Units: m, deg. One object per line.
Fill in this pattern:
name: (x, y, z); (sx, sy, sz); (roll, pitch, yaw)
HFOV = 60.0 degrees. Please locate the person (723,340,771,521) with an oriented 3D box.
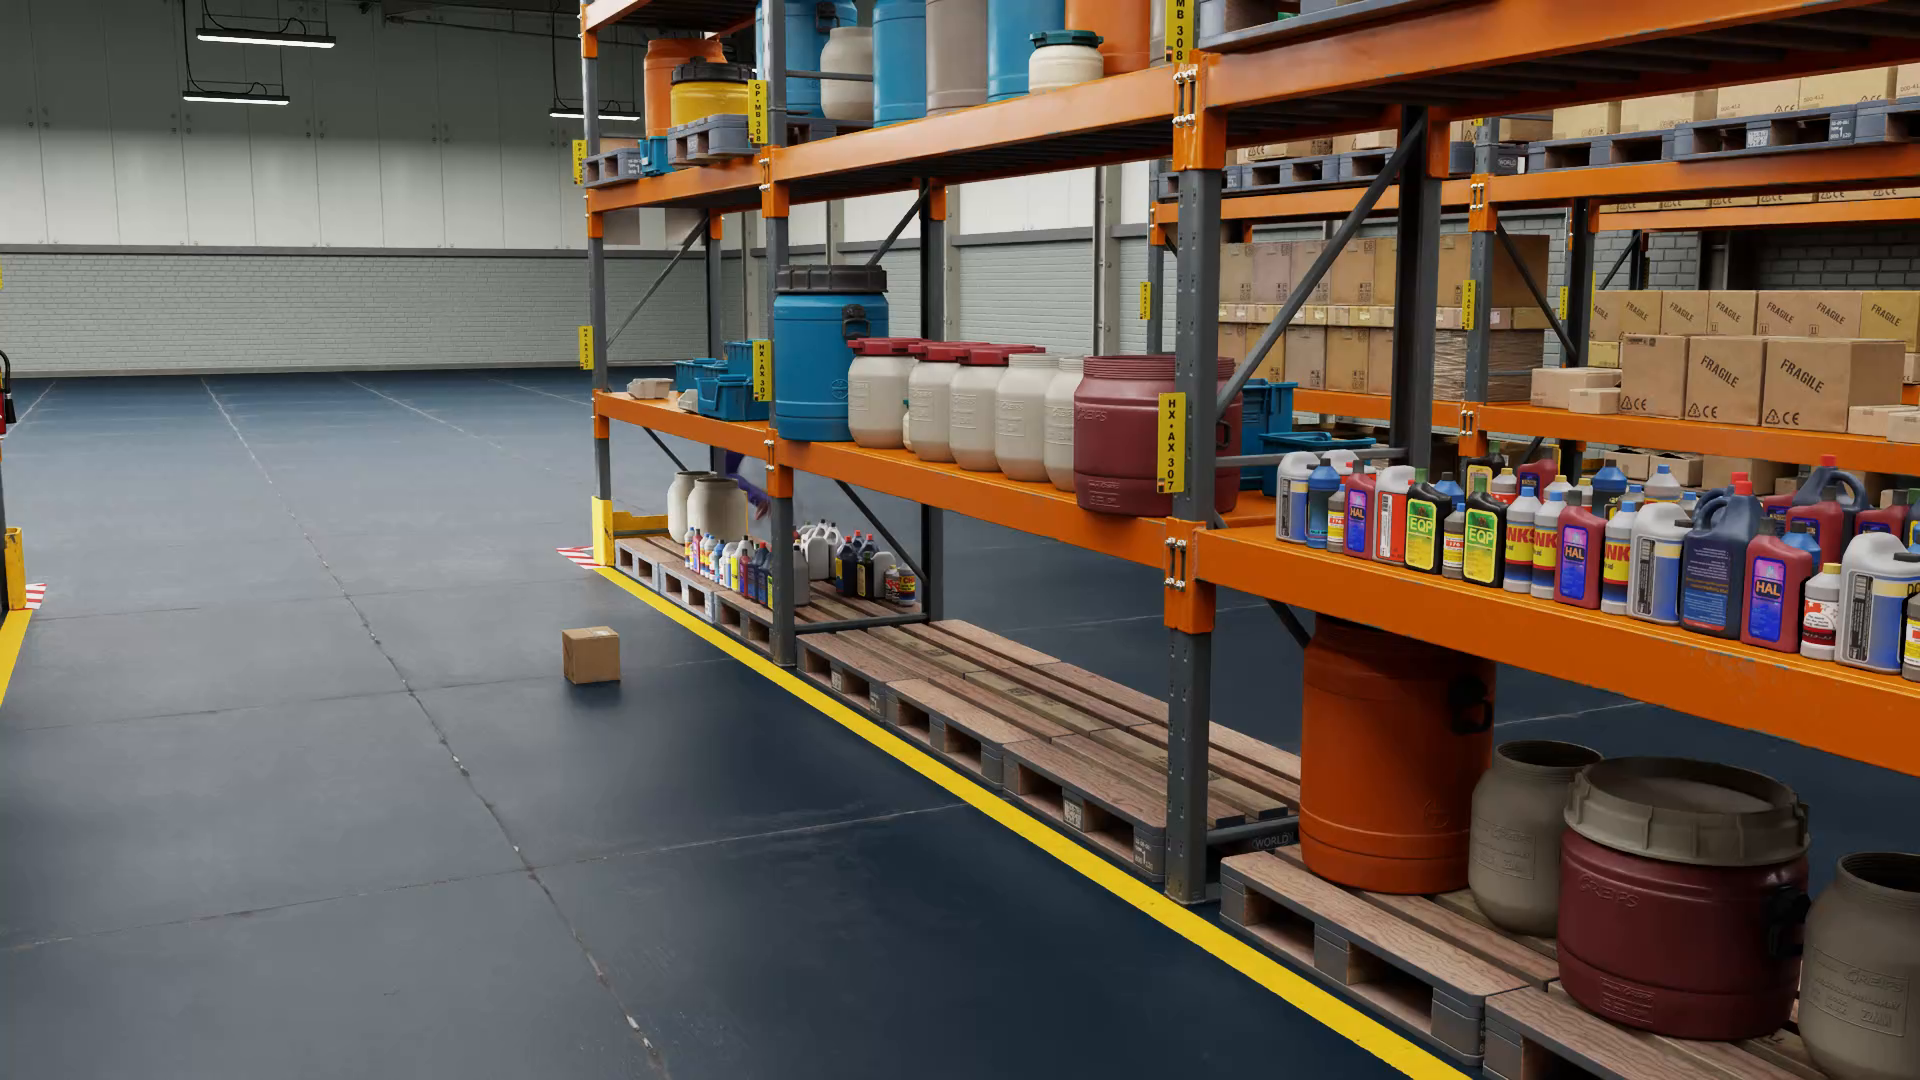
person: (-1.938, -0.914, 14.386); (0.694, 1.618, 0.532); (2, 9, 12)
